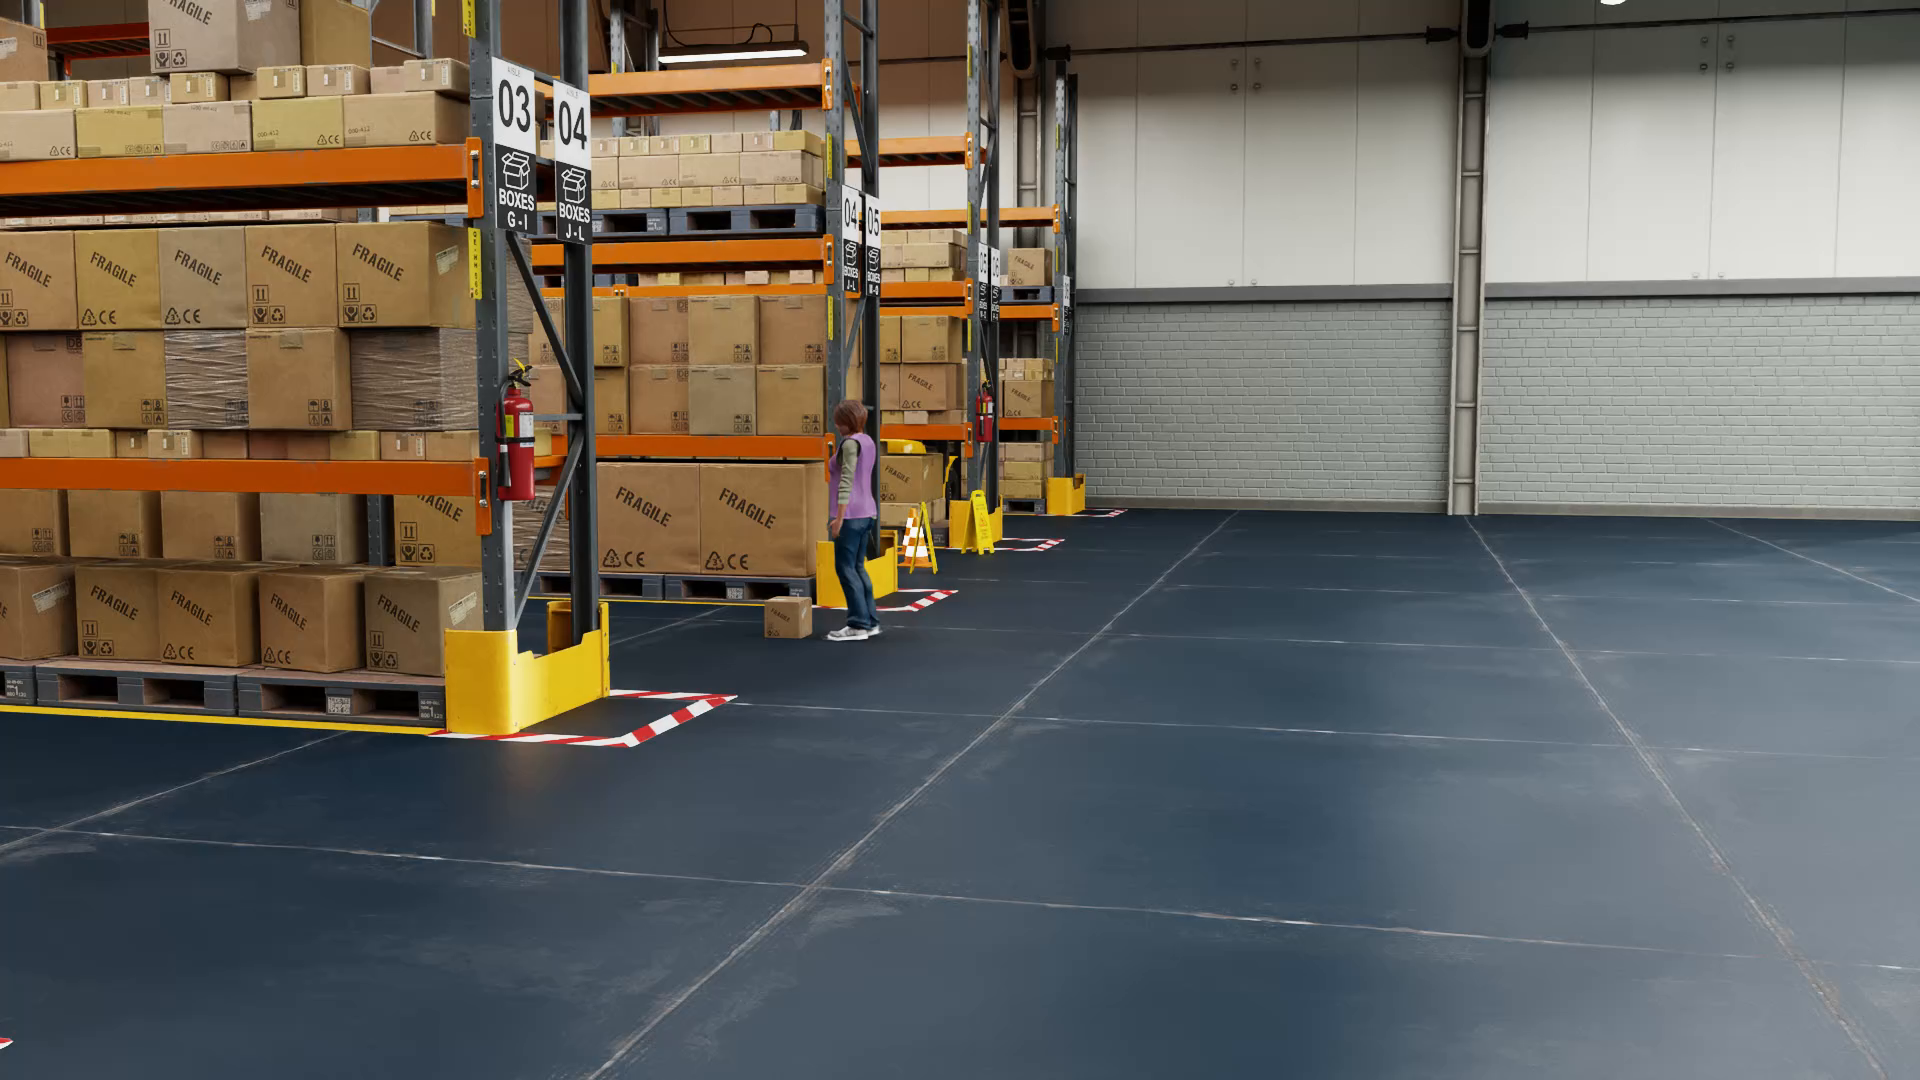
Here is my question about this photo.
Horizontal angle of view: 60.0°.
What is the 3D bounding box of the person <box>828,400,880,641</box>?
[{"bbox_3d":[-0.712,-0.124,11.018,0.299,1.592,0.407,1,5,15],"label":"person"}]
